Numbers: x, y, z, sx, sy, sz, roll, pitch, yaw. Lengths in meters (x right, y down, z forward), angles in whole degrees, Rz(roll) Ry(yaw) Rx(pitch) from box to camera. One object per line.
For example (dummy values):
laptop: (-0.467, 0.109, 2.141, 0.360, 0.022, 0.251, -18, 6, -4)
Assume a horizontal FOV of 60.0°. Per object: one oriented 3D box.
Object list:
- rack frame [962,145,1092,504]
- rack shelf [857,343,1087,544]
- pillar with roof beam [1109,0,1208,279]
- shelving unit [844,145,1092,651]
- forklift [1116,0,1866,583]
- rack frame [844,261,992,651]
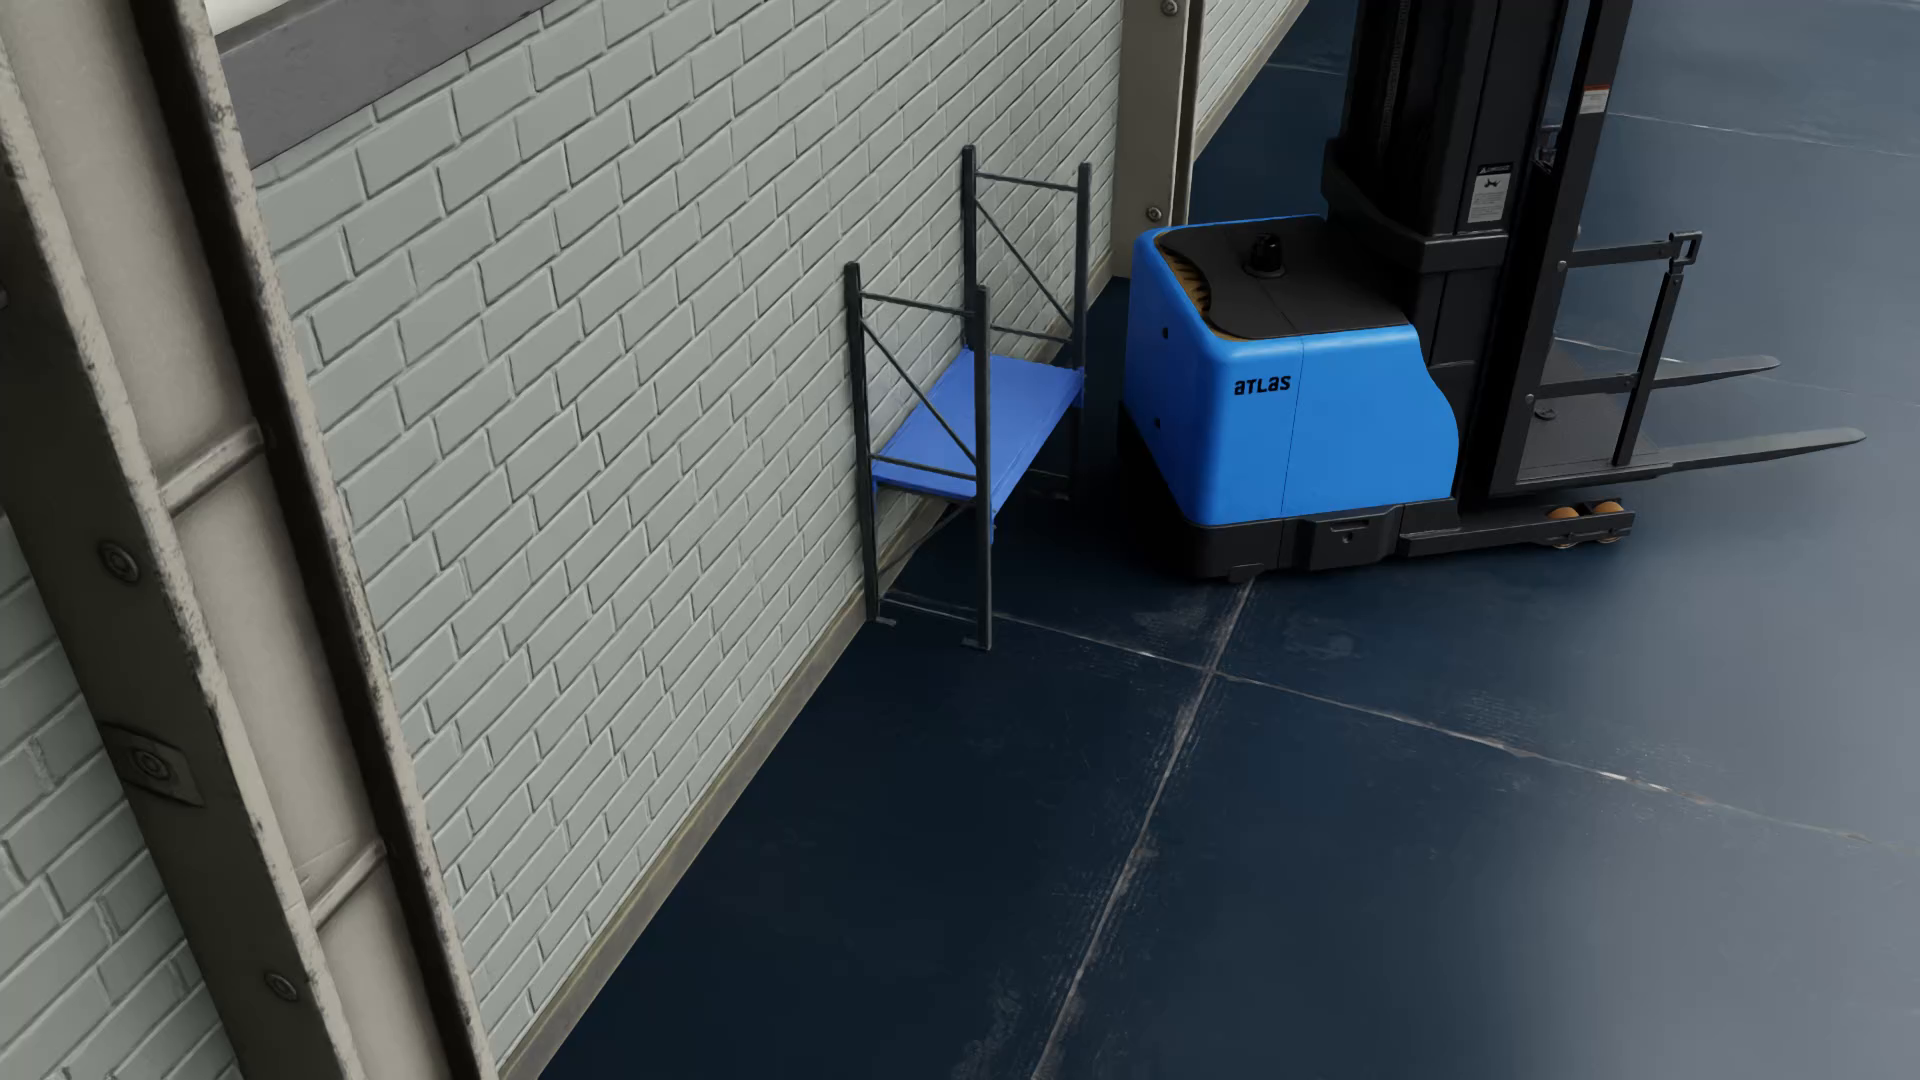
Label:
rack frame: (0.256, -0.815, 6.580, 0.500, 1.500, 0.032, 13, 39, 18)
rack shelf: (0.066, -0.389, 6.311, 0.538, 0.185, 1.000, 13, 39, 18)
pillar with roof beam: (4.954, -4.072, 4.682, 9.100, 9.000, 0.400, 14, 39, 18)
shelving unit: (0.063, -0.533, 6.204, 0.538, 1.500, 1.048, 13, 39, 18)
forklift: (2.244, -1.443, 6.233, 3.031, 2.935, 1.130, -7, 37, -9)
rack frame: (-0.131, -0.252, 5.827, 0.500, 1.500, 0.032, 13, 39, 18)
